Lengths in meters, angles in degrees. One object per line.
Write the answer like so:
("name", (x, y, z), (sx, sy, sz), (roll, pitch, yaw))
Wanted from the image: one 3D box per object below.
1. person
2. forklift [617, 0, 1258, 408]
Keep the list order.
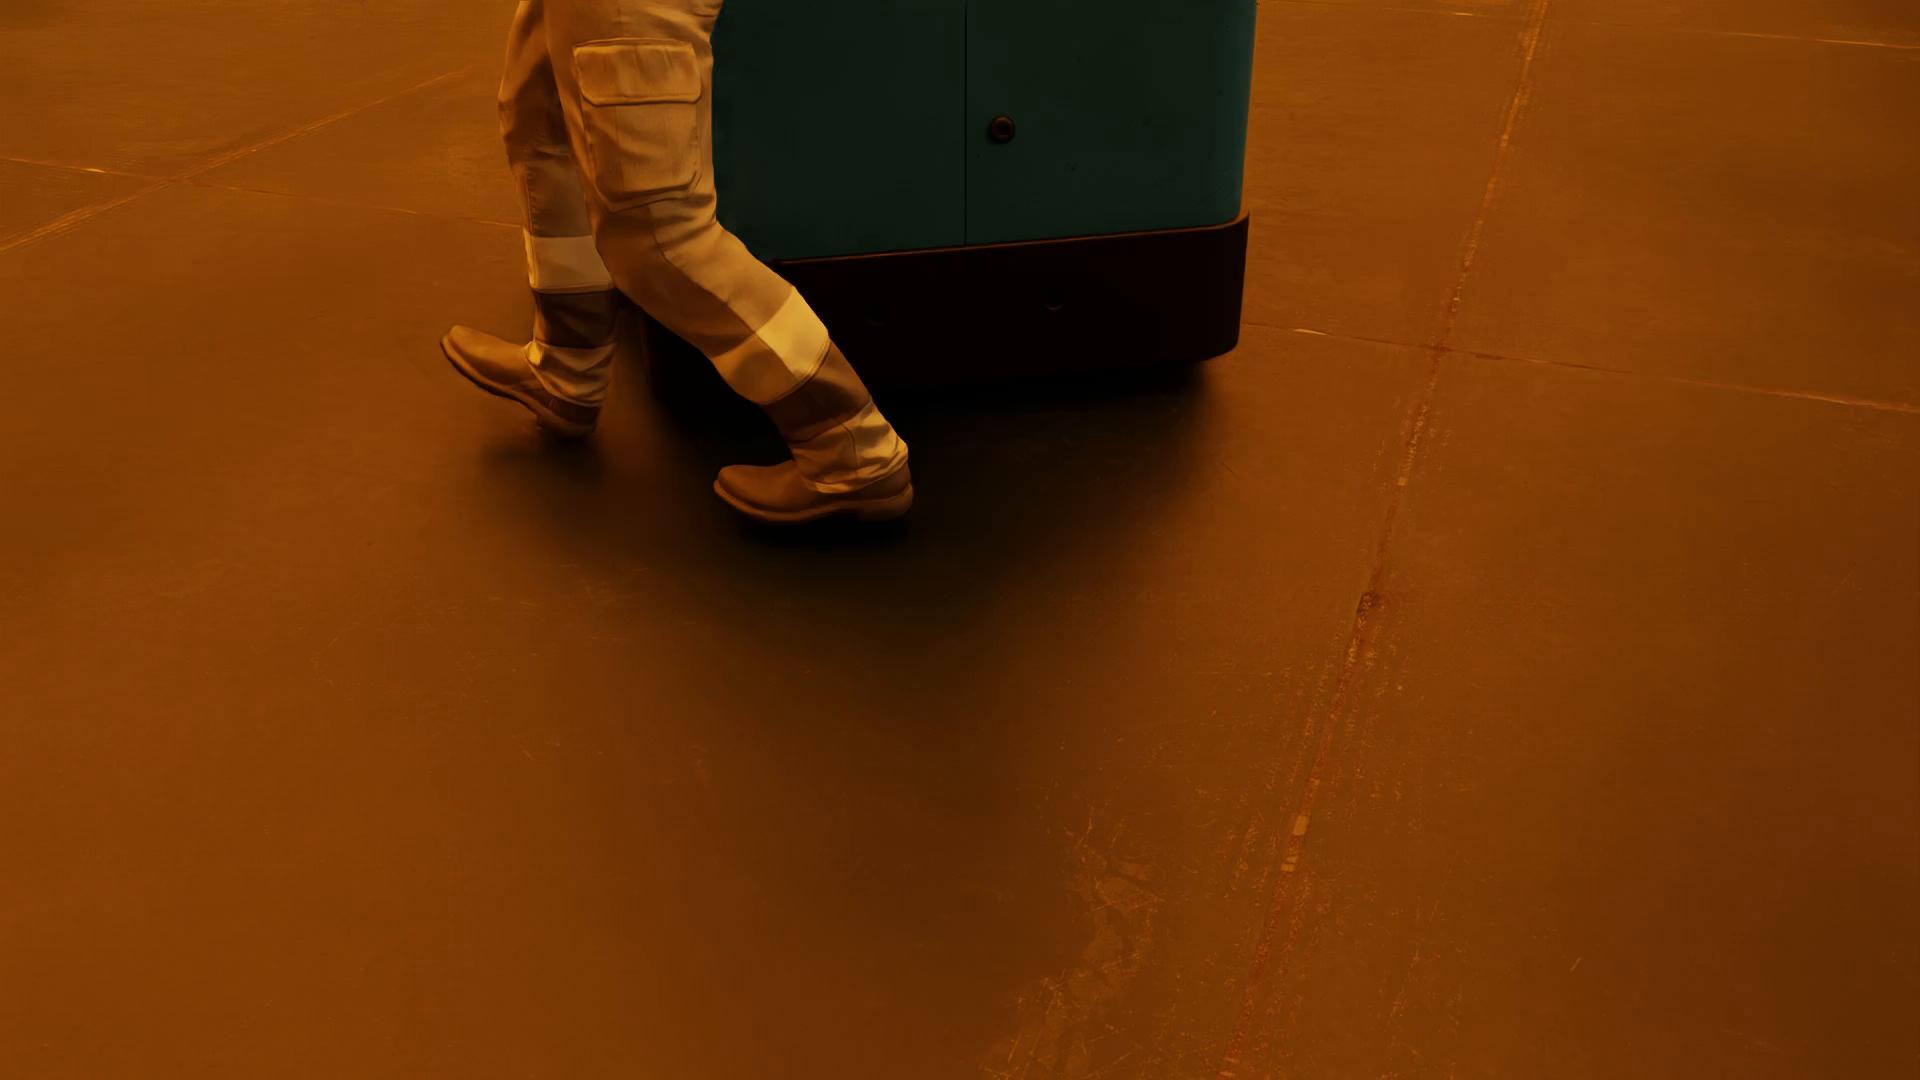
("person", (-0.475, -0.868, 2.303), (0.832, 1.730, 0.704), (2, 30, 3))
("forklift", (-0.339, -2.205, 3.419), (1.130, 2.935, 3.031), (-7, 30, -12))
